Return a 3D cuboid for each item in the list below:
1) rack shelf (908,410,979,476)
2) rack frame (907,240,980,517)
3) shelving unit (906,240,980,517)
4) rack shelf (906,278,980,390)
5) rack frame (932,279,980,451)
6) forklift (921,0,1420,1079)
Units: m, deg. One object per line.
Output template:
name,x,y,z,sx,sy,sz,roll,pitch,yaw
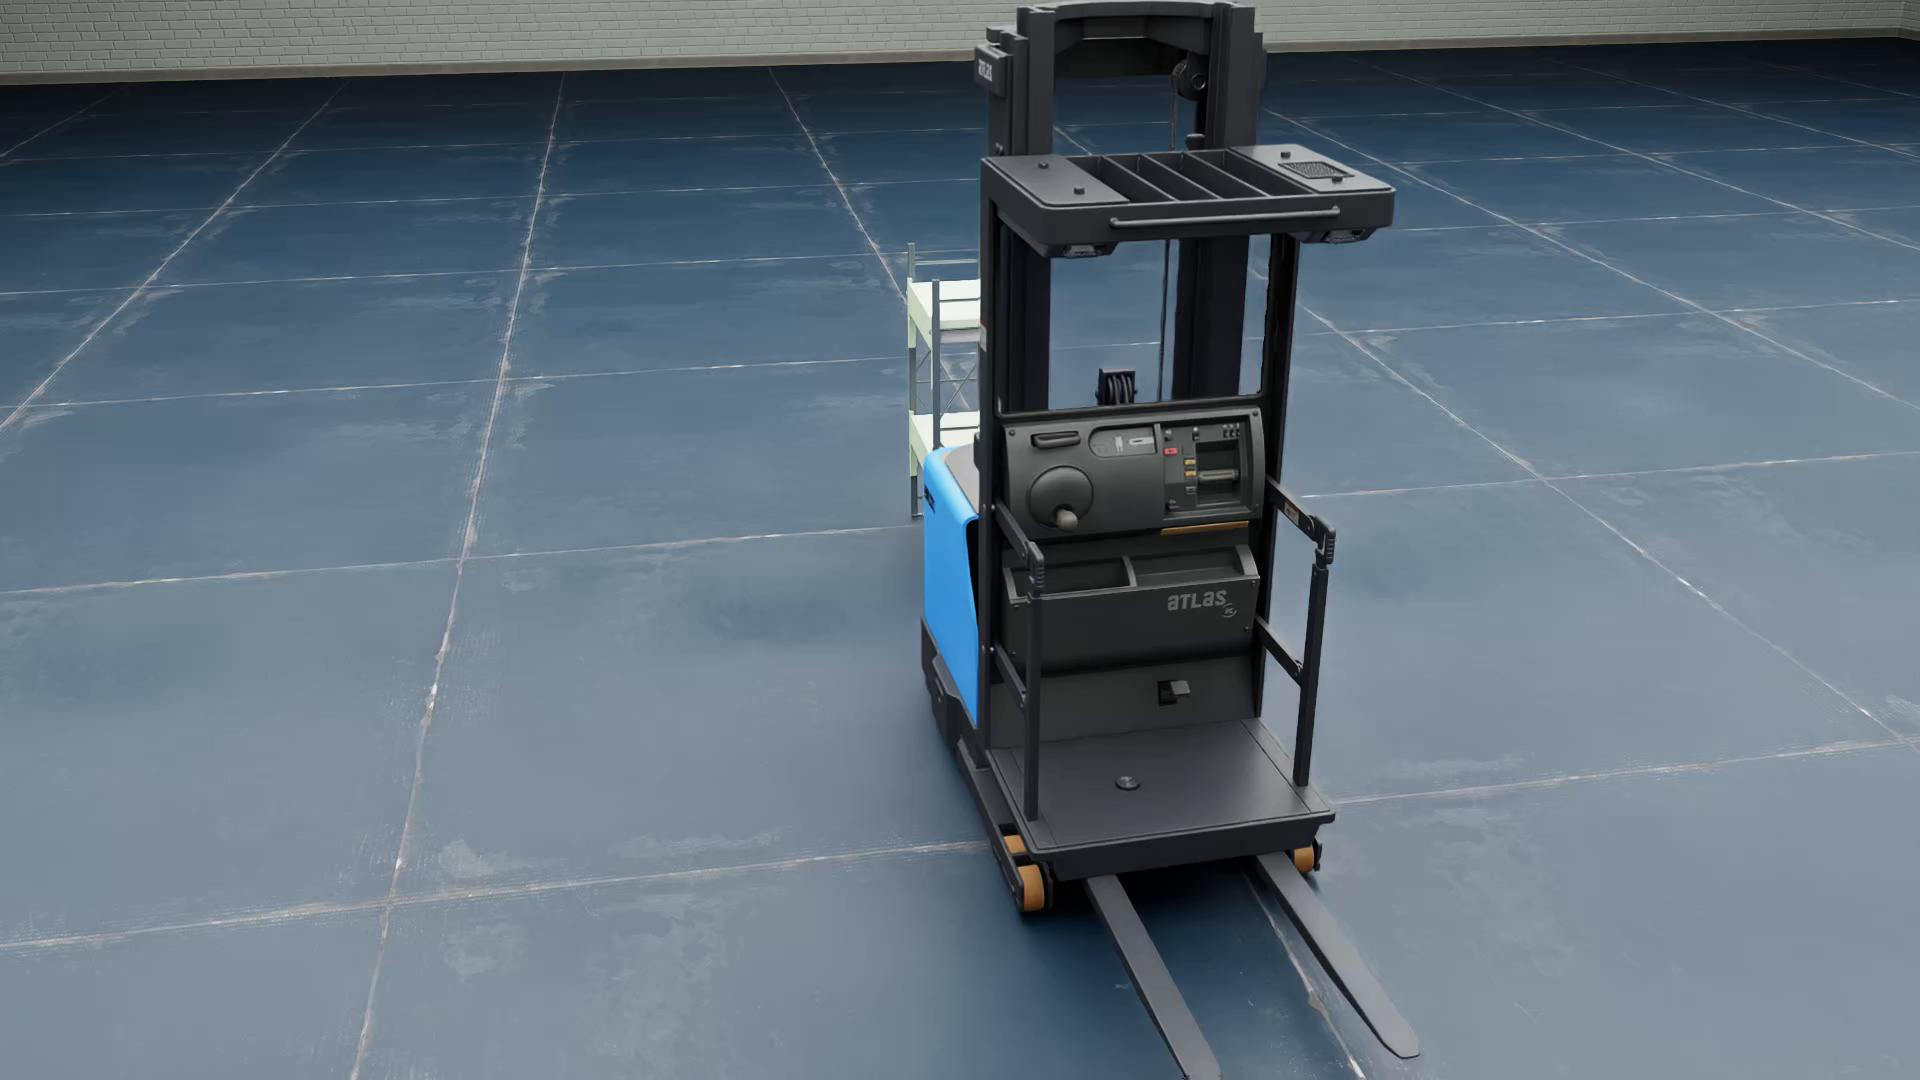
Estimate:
rack shelf,-0.001,-0.391,8.586,0.431,0.370,0.720,-4,24,-10
rack frame,-0.069,-0.834,8.785,0.400,1.500,0.023,-4,24,-10
shelving unit,-0.001,-0.690,8.456,0.431,1.500,0.755,-4,24,-10
rack shelf,-0.001,-1.048,8.300,0.431,0.370,0.720,-4,24,-10
rack frame,0.066,-0.546,8.126,0.400,1.500,0.023,-4,24,-10
forklift,0.662,-0.214,5.579,1.130,2.935,3.031,-5,24,-12
